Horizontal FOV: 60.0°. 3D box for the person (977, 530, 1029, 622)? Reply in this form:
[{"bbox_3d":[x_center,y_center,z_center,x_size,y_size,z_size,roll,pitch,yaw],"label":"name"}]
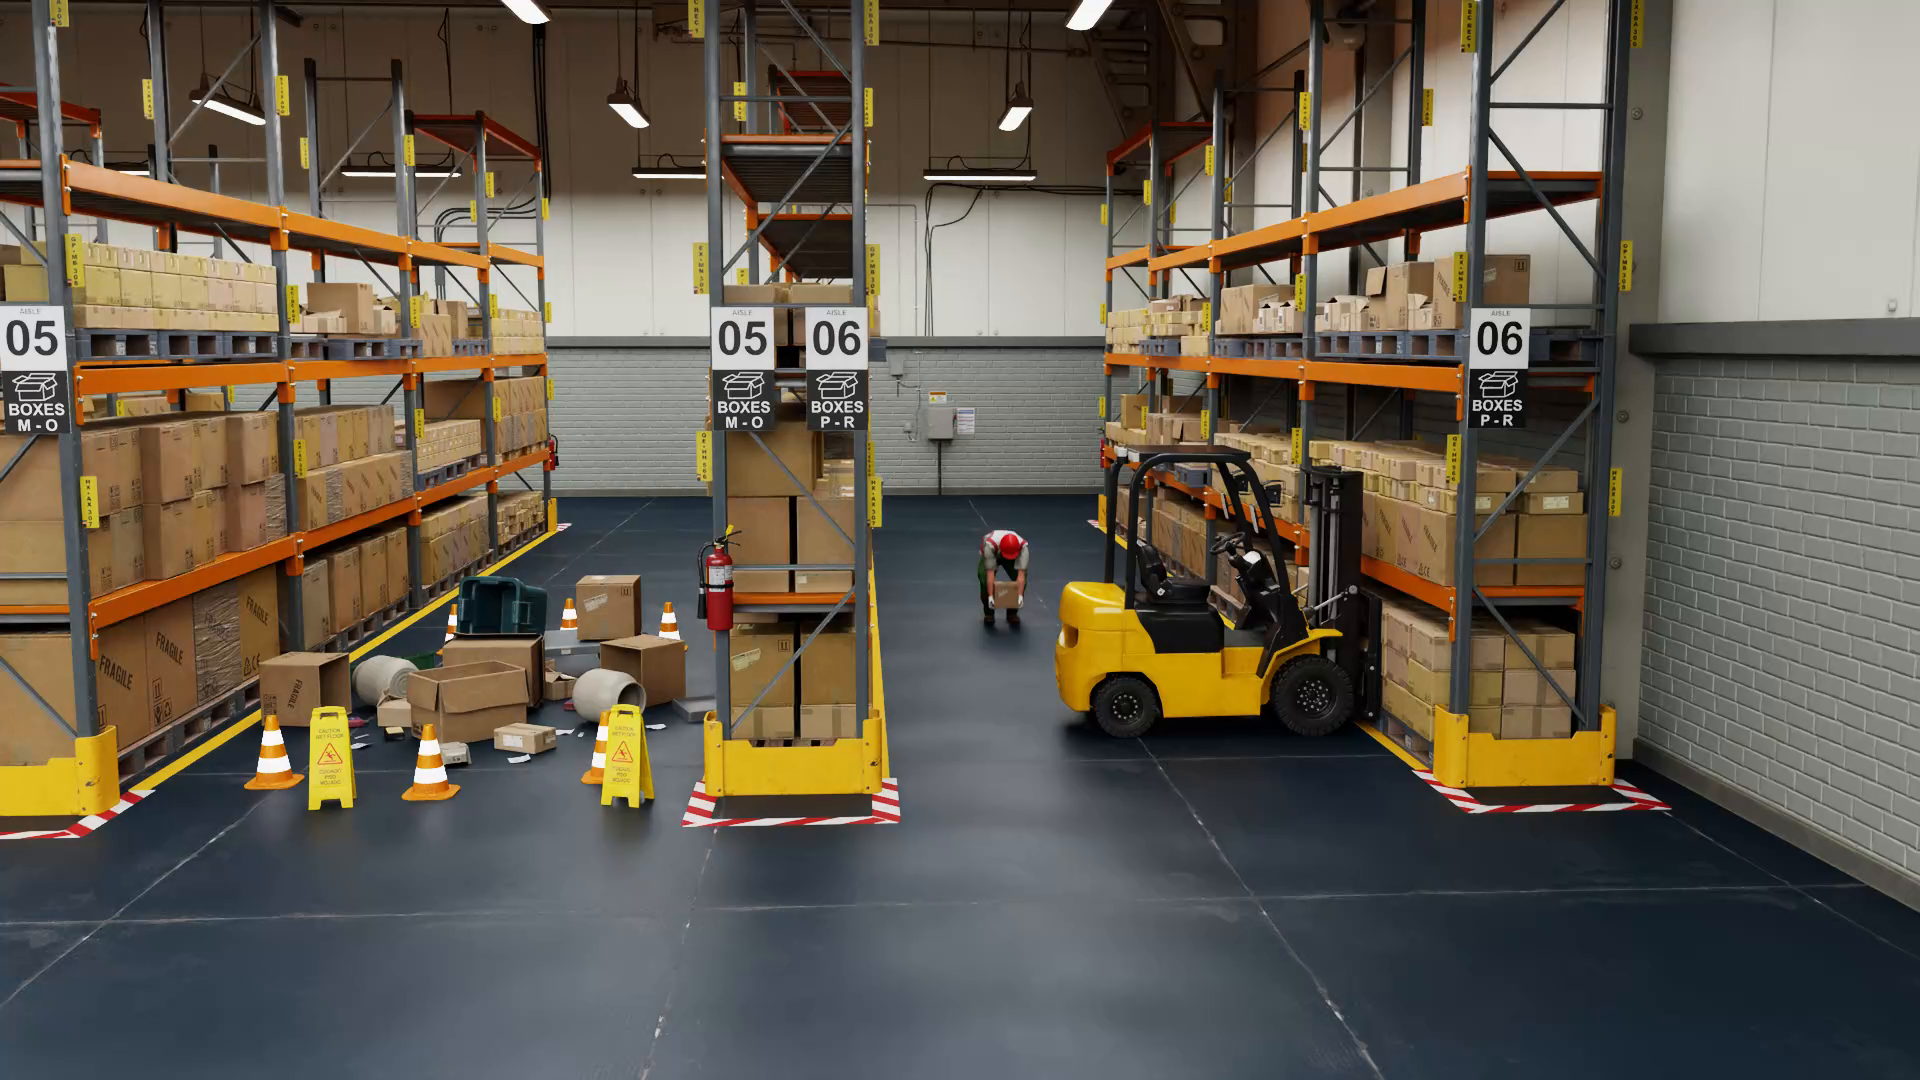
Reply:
[{"bbox_3d":[0.465,0.390,17.642,0.533,1.011,0.958,-1,7,-6],"label":"person"}]
